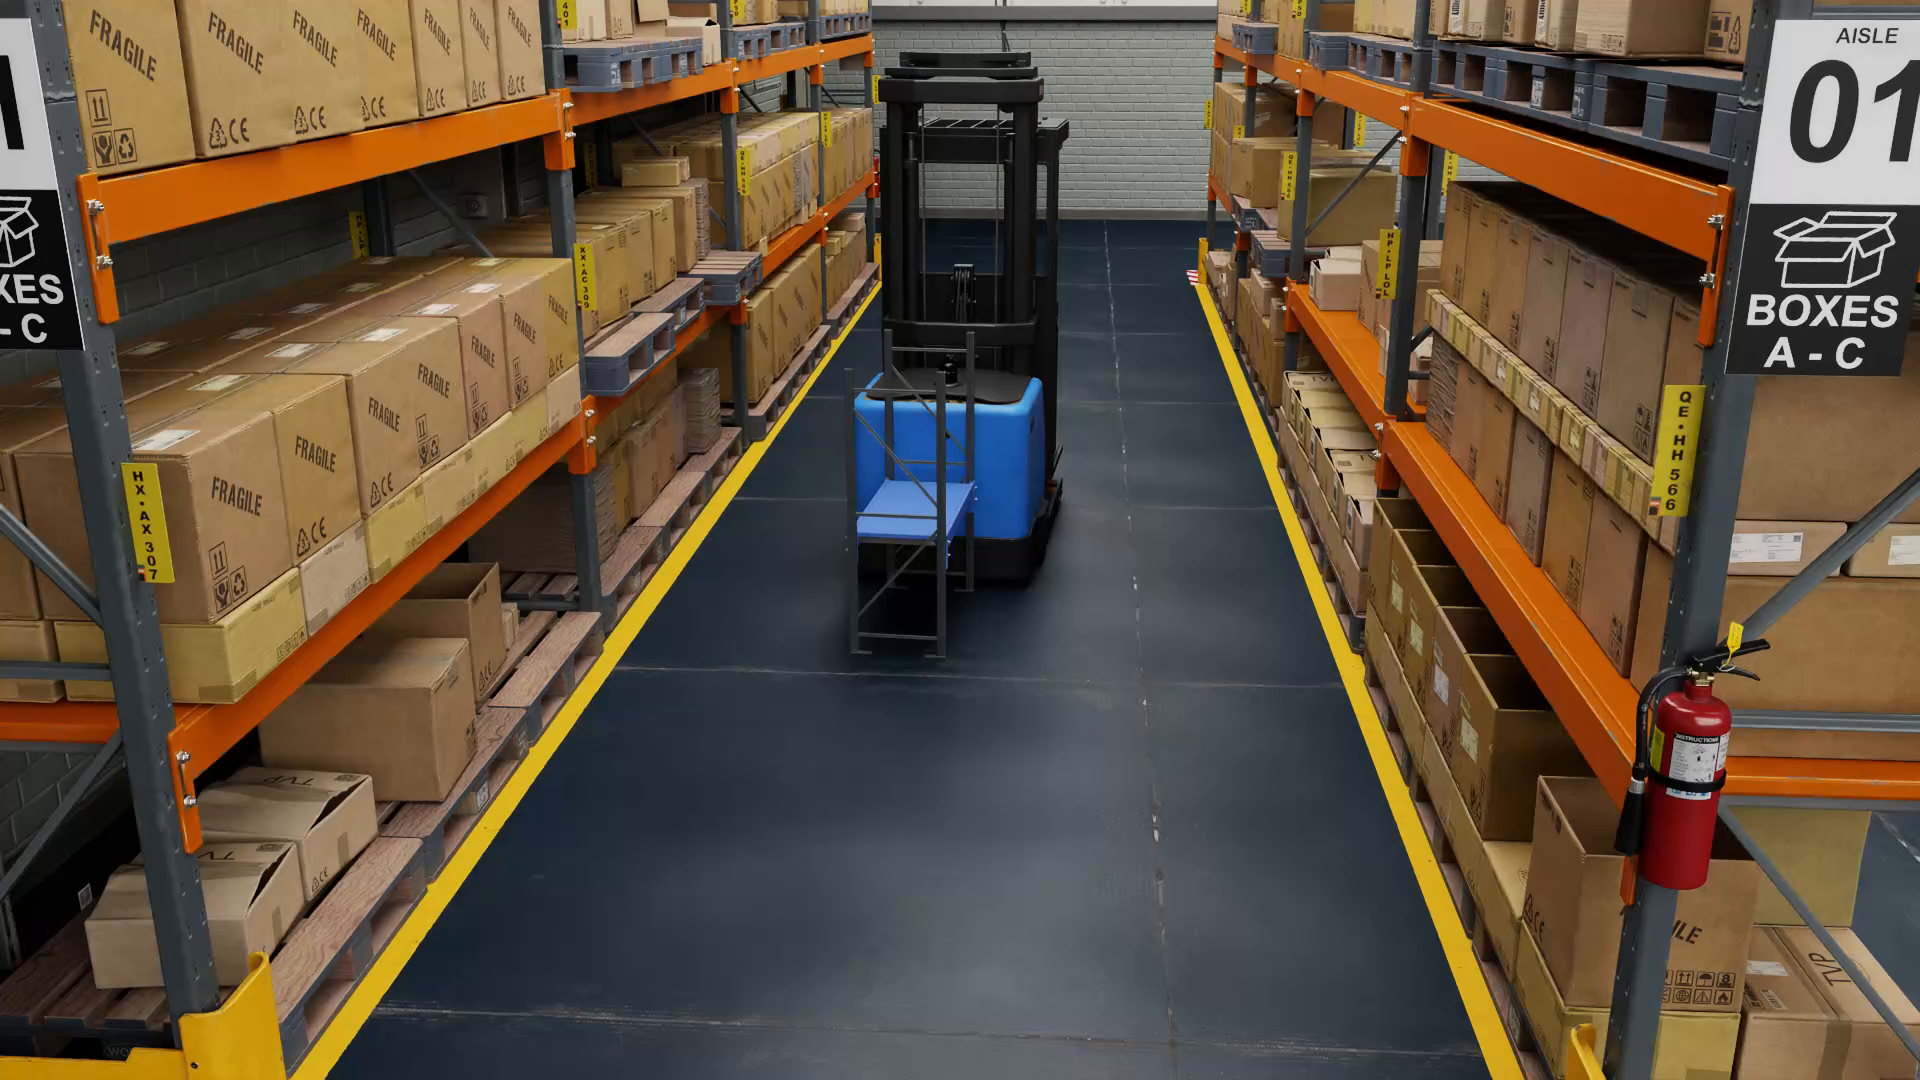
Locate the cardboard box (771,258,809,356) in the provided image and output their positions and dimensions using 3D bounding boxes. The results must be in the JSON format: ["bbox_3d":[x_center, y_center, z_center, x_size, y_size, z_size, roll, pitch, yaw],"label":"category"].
[{"bbox_3d":[-1.784,-2.068,14.694,0.750,0.750,0.750,2,18,6],"label":"cardboard box"}]

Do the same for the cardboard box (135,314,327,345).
[{"bbox_3d":[-2.730,-0.562,6.327,0.500,0.500,0.500,2,18,5],"label":"cardboard box"}]

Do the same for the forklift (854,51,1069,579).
[{"bbox_3d":[0.093,-1.587,10.558,1.130,2.935,3.031,3,18,8],"label":"forklift"}]

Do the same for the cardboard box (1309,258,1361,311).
[{"bbox_3d":[2.591,-1.703,10.946,0.500,0.311,0.500,1,18,3],"label":"cardboard box"}]

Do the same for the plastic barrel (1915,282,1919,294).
[{"bbox_3d":[7.968,-1.963,14.293,0.600,0.901,0.708,1,18,4],"label":"plastic barrel"}]

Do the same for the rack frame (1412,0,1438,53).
[{"bbox_3d":[2.561,-3.627,7.041,1.000,3.000,0.127,1,18,4],"label":"rack frame"}]

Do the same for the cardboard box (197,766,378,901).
[{"bbox_3d":[-2.486,1.035,6.058,0.500,0.311,0.500,3,18,8],"label":"cardboard box"}]

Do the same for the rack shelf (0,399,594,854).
[{"bbox_3d":[-2.523,0.077,6.526,1.077,0.370,4.000,1,18,4],"label":"rack shelf"}]

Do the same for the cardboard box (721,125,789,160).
[{"bbox_3d":[-1.703,-3.299,13.800,0.500,0.250,0.500,1,18,3],"label":"cardboard box"}]

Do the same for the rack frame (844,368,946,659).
[{"bbox_3d":[-0.320,-0.117,8.370,0.500,1.500,0.032,3,18,8],"label":"rack frame"}]

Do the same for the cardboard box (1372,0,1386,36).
[{"bbox_3d":[2.852,-3.267,10.326,0.500,0.250,0.500,2,18,5],"label":"cardboard box"}]

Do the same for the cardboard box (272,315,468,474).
[{"bbox_3d":[-2.219,-0.554,6.301,0.500,0.500,0.500,2,18,6],"label":"cardboard box"}]

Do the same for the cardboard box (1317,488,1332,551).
[{"bbox_3d":[2.376,-0.121,9.715,0.500,0.250,0.500,2,18,5],"label":"cardboard box"}]

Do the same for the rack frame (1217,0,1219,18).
[{"bbox_3d":[3.421,-7.354,18.415,1.000,3.000,0.127,1,18,4],"label":"rack frame"}]

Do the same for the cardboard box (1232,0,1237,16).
[{"bbox_3d":[2.976,-5.320,16.464,0.500,0.250,0.500,1,18,4],"label":"cardboard box"}]

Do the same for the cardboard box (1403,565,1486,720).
[{"bbox_3d":[2.144,0.422,6.855,0.500,0.500,0.500,1,18,4],"label":"cardboard box"}]

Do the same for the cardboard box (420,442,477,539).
[{"bbox_3d":[-2.211,-0.203,6.434,0.500,0.250,0.500,1,18,4],"label":"cardboard box"}]

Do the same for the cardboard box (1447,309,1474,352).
[{"bbox_3d":[2.314,-0.895,7.135,0.380,0.149,0.250,1,18,2],"label":"cardboard box"}]

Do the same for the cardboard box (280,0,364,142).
[{"bbox_3d":[-2.286,-1.552,5.331,0.500,0.500,0.500,2,18,6],"label":"cardboard box"}]

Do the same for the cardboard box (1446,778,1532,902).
[{"bbox_3d":[2.076,1.089,6.024,0.500,0.250,0.500,1,18,4],"label":"cardboard box"}]

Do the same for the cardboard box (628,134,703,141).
[{"bbox_3d":[-2.279,-2.990,12.857,0.500,0.250,0.500,1,18,2],"label":"cardboard box"}]

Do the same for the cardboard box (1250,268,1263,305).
[{"bbox_3d":[2.785,-2.183,14.372,0.500,0.250,0.500,1,18,4],"label":"cardboard box"}]

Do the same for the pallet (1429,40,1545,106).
[{"bbox_3d":[2.526,-1.894,6.712,1.003,0.211,1.213,1,18,4],"label":"pallet"}]

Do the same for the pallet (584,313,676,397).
[{"bbox_3d":[-2.180,-1.029,9.054,1.003,0.211,1.213,1,18,4],"label":"pallet"}]

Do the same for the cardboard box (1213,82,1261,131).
[{"bbox_3d":[3.127,-4.894,18.776,0.500,0.500,0.500,2,18,6],"label":"cardboard box"}]

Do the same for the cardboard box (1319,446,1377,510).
[{"bbox_3d":[2.373,-0.385,9.621,0.500,0.311,0.500,1,18,4],"label":"cardboard box"}]

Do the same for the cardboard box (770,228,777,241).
[{"bbox_3d":[-1.739,-2.592,13.888,0.380,0.149,0.250,1,18,4],"label":"cardboard box"}]

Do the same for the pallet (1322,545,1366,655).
[{"bbox_3d":[2.575,0.319,9.111,1.003,0.211,1.213,1,18,4],"label":"pallet"}]

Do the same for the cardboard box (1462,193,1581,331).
[{"bbox_3d":[2.501,-1.146,6.858,0.700,0.500,0.500,1,18,4],"label":"cardboard box"}]

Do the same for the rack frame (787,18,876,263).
[{"bbox_3d":[-1.520,-4.613,19.684,1.000,3.000,0.127,1,18,4],"label":"rack frame"}]

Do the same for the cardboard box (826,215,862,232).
[{"bbox_3d":[-1.315,-3.590,18.860,0.380,0.149,0.250,2,18,5],"label":"cardboard box"}]

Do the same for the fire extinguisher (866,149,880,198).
[{"bbox_3d":[-1.049,-4.435,19.865,0.296,0.674,0.183,1,18,4],"label":"fire extinguisher"}]

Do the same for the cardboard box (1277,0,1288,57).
[{"bbox_3d":[2.920,-3.948,12.676,0.910,0.500,0.500,1,18,4],"label":"cardboard box"}]

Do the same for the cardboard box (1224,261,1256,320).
[{"bbox_3d":[2.893,-2.466,16.438,0.500,0.500,0.500,1,18,4],"label":"cardboard box"}]

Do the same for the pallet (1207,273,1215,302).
[{"bbox_3d":[3.360,-2.907,18.956,1.003,0.211,1.213,1,18,4],"label":"pallet"}]

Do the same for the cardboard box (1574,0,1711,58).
[{"bbox_3d":[2.094,-1.518,4.763,0.500,0.250,0.500,1,18,4],"label":"cardboard box"}]

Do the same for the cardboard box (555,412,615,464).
[{"bbox_3d":[-2.316,-0.629,9.630,0.500,0.250,0.500,1,18,3],"label":"cardboard box"}]

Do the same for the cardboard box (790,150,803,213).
[{"bbox_3d":[-1.659,-3.105,14.413,0.500,0.500,0.500,1,18,4],"label":"cardboard box"}]

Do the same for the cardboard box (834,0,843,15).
[{"bbox_3d":[-1.443,-5.338,16.486,0.500,0.250,0.500,1,18,3],"label":"cardboard box"}]

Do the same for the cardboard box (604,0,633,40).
[{"bbox_3d":[-2.173,-3.109,9.443,0.500,0.500,0.500,1,18,2],"label":"cardboard box"}]

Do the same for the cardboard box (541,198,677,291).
[{"bbox_3d":[-2.184,-1.851,10.388,0.700,0.500,0.500,1,18,4],"label":"cardboard box"}]

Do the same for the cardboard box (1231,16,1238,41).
[{"bbox_3d":[2.978,-5.083,16.541,0.500,0.250,0.500,1,18,4],"label":"cardboard box"}]

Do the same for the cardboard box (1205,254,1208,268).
[{"bbox_3d":[3.049,-3.235,19.351,0.380,0.149,0.250,1,18,4],"label":"cardboard box"}]

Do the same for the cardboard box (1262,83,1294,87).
[{"bbox_3d":[3.664,-4.882,18.738,0.500,0.500,0.500,1,18,3],"label":"cardboard box"}]

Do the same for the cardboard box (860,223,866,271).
[{"bbox_3d":[-1.470,-3.405,19.337,0.700,0.500,0.500,1,18,4],"label":"cardboard box"}]

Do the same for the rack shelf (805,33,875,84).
[{"bbox_3d":[-1.663,-5.075,17.433,1.077,0.370,4.000,1,18,4],"label":"rack shelf"}]

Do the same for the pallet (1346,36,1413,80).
[{"bbox_3d":[2.811,-2.794,9.620,1.003,0.211,1.213,2,18,6],"label":"pallet"}]

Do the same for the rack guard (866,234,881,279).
[{"bbox_3d":[-1.518,-3.432,20.095,1.175,0.500,0.348,1,18,4],"label":"rack guard"}]

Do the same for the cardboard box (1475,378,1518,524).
[{"bbox_3d":[2.465,-0.366,6.563,0.700,0.500,0.500,2,18,5],"label":"cardboard box"}]

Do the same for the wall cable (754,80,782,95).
[{"bbox_3d":[-2.371,-5.514,20.803,0.084,1.984,1.851,1,18,4],"label":"wall cable"}]

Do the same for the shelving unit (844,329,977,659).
[{"bbox_3d":[-0.244,-0.273,8.848,0.538,1.500,1.048,3,18,8],"label":"shelving unit"}]

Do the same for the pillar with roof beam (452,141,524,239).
[{"bbox_3d":[1.245,-4.499,9.700,9.100,9.000,0.400,1,18,4],"label":"pillar with roof beam"}]

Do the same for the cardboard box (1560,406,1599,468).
[{"bbox_3d":[2.186,-0.333,5.420,0.380,0.149,0.250,2,18,6],"label":"cardboard box"}]

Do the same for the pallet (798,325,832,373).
[{"bbox_3d":[-1.787,-1.804,15.590,1.003,0.211,1.213,1,18,4],"label":"pallet"}]

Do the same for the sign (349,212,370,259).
[{"bbox_3d":[-2.934,-1.447,8.164,0.100,0.325,0.005,1,18,4],"label":"sign"}]

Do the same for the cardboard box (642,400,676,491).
[{"bbox_3d":[-2.253,-0.612,10.782,0.700,0.500,0.500,1,18,4],"label":"cardboard box"}]

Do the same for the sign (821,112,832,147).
[{"bbox_3d":[-1.265,-3.874,15.696,0.100,0.325,0.005,1,18,4],"label":"sign"}]
